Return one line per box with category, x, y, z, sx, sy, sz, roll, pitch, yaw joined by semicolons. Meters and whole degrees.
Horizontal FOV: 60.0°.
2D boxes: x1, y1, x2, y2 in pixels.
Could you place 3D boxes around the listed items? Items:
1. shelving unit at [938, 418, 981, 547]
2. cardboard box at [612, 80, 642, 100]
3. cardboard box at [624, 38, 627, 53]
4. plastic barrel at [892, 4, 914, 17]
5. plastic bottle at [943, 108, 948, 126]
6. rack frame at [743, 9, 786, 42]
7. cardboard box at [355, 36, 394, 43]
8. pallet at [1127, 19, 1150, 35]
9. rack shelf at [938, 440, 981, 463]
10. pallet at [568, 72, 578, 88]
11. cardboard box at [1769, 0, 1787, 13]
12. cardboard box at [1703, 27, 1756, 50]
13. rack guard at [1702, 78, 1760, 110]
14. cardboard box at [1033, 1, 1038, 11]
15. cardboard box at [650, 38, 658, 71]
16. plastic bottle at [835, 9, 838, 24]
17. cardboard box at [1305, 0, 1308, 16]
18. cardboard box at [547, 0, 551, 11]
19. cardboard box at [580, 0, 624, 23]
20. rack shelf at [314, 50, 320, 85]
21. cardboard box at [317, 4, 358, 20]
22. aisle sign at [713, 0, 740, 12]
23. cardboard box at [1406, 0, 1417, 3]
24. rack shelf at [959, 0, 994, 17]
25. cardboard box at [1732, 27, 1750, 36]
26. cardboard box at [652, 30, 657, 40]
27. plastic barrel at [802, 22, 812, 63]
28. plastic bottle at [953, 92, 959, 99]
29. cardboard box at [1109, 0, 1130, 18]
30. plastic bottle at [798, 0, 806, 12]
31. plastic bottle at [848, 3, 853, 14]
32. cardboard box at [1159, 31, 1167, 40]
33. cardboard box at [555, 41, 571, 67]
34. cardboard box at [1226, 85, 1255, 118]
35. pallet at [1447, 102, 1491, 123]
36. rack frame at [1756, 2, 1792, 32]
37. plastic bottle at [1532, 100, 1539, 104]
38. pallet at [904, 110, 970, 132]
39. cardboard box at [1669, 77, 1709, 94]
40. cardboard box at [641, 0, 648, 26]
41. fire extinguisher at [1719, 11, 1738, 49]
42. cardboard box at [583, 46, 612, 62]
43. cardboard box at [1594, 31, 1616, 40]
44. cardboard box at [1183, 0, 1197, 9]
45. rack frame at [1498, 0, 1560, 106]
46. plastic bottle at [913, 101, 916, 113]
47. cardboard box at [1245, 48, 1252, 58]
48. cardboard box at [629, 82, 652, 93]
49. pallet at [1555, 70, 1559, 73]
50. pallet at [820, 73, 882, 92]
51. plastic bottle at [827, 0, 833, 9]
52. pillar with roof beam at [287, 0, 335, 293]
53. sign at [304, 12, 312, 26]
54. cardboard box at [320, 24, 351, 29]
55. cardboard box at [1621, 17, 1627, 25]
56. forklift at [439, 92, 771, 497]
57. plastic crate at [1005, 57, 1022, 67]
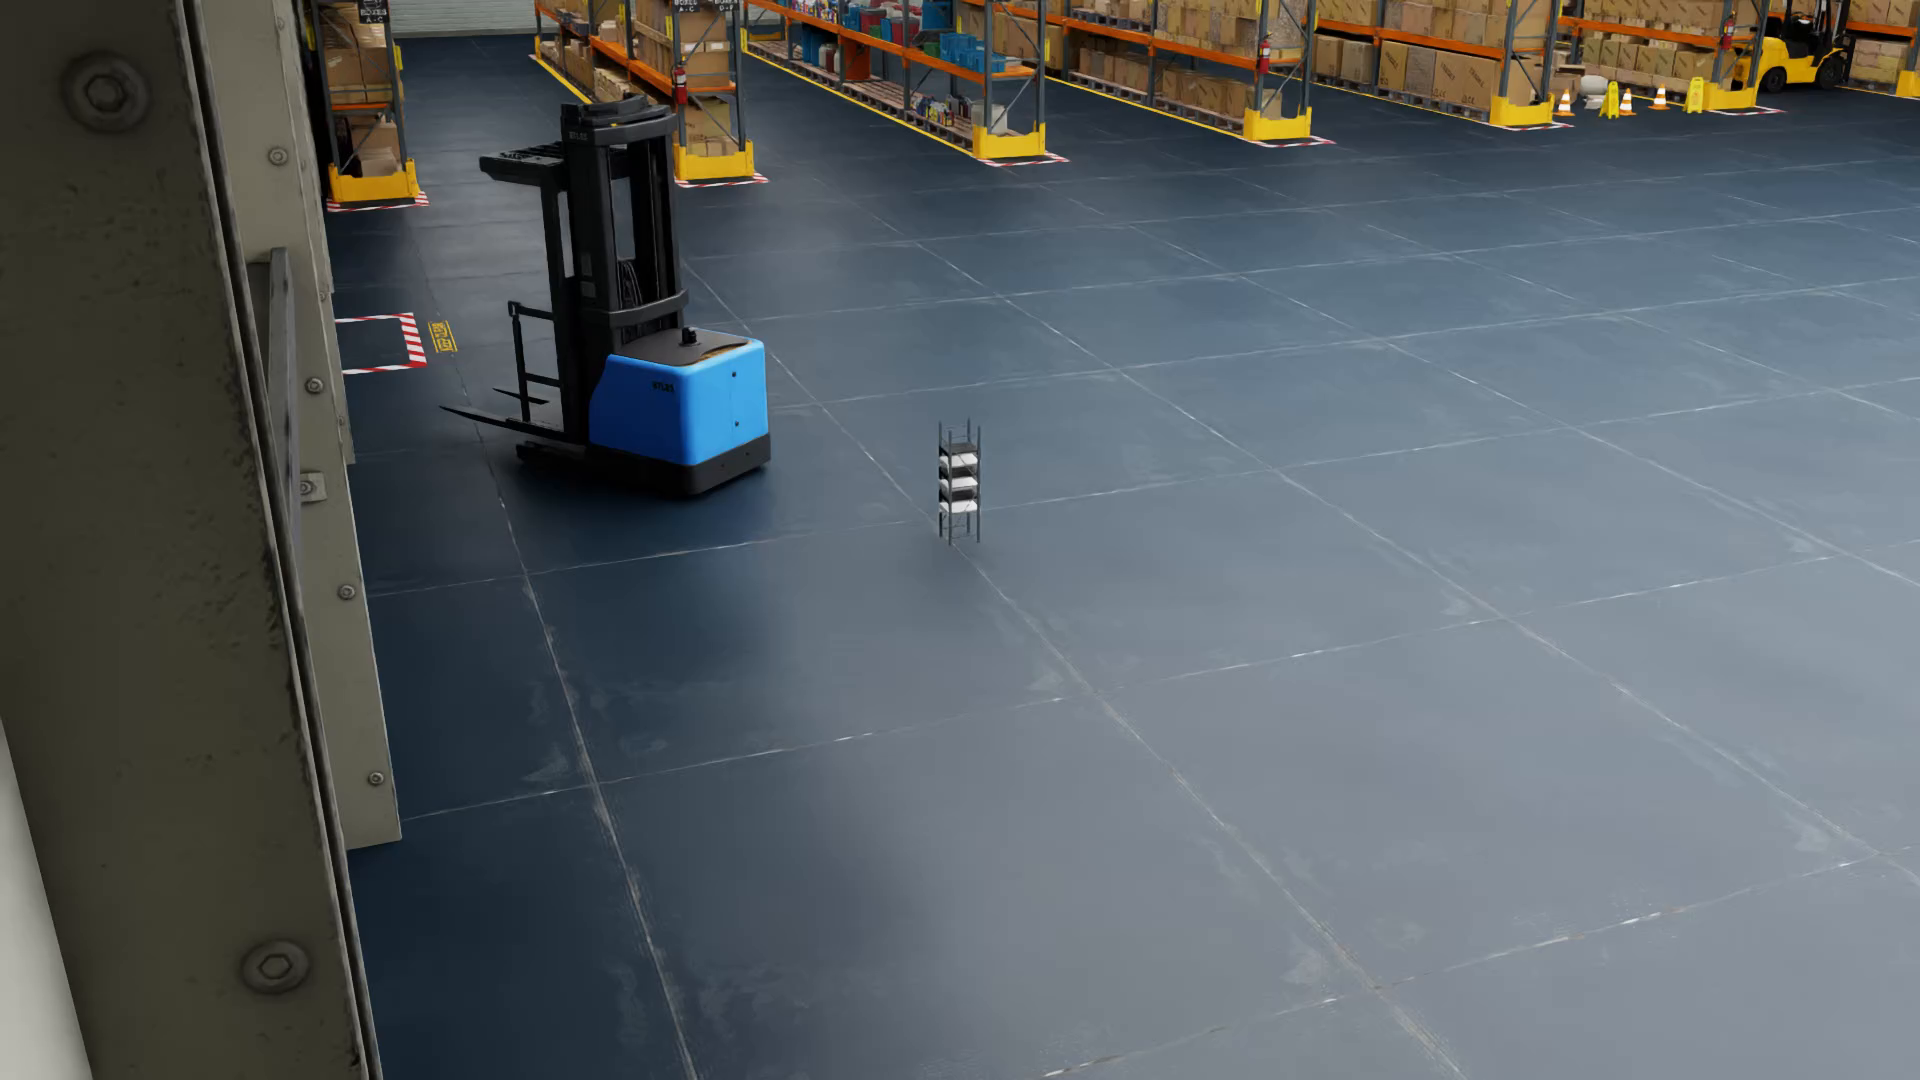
shelving unit;-0.003;-0.418;12.082;0.258;0.900;0.210;-8;24;-19
cardboard box;-5.951;-8.088;29.855;0.500;0.311;0.500;-8;24;-19
cardboard box;-5.659;-8.658;29.102;0.396;0.266;0.258;-9;24;-20
plastic barrel;-1.086;-9.968;31.863;0.433;0.535;0.433;0;23;0
plastic bottle;-0.245;-7.249;28.517;0.061;0.283;0.133;-8;24;-18
rack frame;-4.780;-13.464;40.332;1.000;3.000;0.127;-8;24;-19
cardboard box;-8.625;-7.161;24.580;0.500;0.500;0.500;-9;25;-21
pallet;3.959;-9.993;32.343;1.003;0.211;1.213;-8;24;-19
rack shelf;-0.003;-0.636;11.990;0.258;0.077;0.200;-8;24;-19
pallet;-7.680;-9.757;35.128;1.003;0.211;1.213;-8;24;-19
cardboard box;17.919;-11.674;35.958;0.500;0.500;0.500;-9;24;-20
cardboard box;17.544;-11.396;37.942;0.875;0.625;0.625;-9;24;-20
rack guard;14.750;-8.565;31.928;1.175;0.500;0.348;-8;24;-19
cardboard box;1.916;-11.798;36.252;0.500;0.500;0.500;-9;25;-21
cardboard box;-4.648;-7.938;27.092;0.700;0.500;0.500;-8;24;-18
plastic bottle;-2.496;-10.592;33.668;0.061;0.283;0.133;-8;24;-19
cardboard box;7.622;-11.359;35.209;0.500;0.500;0.500;-8;24;-19
cardboard box;-8.786;-11.898;36.489;0.500;0.500;0.500;-8;24;-18
cardboard box;-6.917;-10.332;32.232;0.700;0.500;0.500;-18;29;-36
rack shelf;-10.516;-8.140;28.626;1.077;0.370;4.000;-8;24;-19
cardboard box;-11.047;-9.277;29.704;0.700;0.500;0.500;-11;25;-25
aisle sign;-3.453;-8.188;24.468;0.394;0.787;0.004;-8;24;-19
cardboard box;9.170;-10.671;32.123;0.875;0.550;0.550;-8;24;-19
rack shelf;0.560;-13.085;40.360;1.077;0.370;4.000;-8;24;-19
cardboard box;14.851;-9.726;31.787;0.380;0.149;0.250;-8;24;-19
cardboard box;-4.712;-8.084;26.604;0.380;0.149;0.250;-9;24;-19
plastic barrel;-3.191;-11.037;36.736;0.600;0.901;0.708;-8;24;-19
plastic bottle;-0.044;-7.891;29.955;0.144;0.351;0.185;-9;24;-20
cardboard box;3.394;-10.642;32.963;0.797;0.503;0.637;-6;24;-14
plastic bottle;-3.431;-11.600;36.070;0.152;0.276;0.135;-8;24;-19
plastic bottle;-2.294;-11.205;35.134;0.152;0.276;0.135;-8;24;-19
cardboard box;3.963;-9.456;31.146;0.380;0.149;0.250;-8;24;-19
cardboard box;-8.469;-10.551;36.074;0.500;0.500;0.500;-8;24;-19
cardboard box;5.058;-7.813;29.603;0.500;0.500;0.500;-2;23;-5
pallet;9.826;-7.969;30.884;1.003;0.211;1.213;-8;24;-19
rack frame;18.006;-11.825;36.445;1.000;3.000;0.127;-8;24;-19
plastic bottle;11.275;-8.542;32.437;0.133;0.061;0.283;-18;29;-37
pallet;-0.343;-7.569;29.936;1.003;0.211;1.213;-8;24;-19
cardboard box;14.231;-8.882;32.460;0.500;0.250;0.500;-8;24;-19
cardboard box;-4.834;-8.726;27.291;0.700;0.500;0.500;-8;24;-19
fire extinguisher;14.386;-9.549;31.144;0.296;0.674;0.183;-8;24;-19
cardboard box;-7.163;-9.603;32.858;0.500;0.250;0.500;-7;24;-17
cardboard box;13.308;-10.409;34.283;0.380;0.149;0.250;-8;24;-18
cardboard box;4.368;-9.866;29.996;0.500;0.500;0.500;-8;24;-19
rack frame;10.182;-8.974;29.679;1.000;3.000;0.127;-8;24;-19
plastic bottle;-0.802;-7.804;29.941;0.097;0.201;0.097;0;23;0
cardboard box;5.124;-8.380;28.594;0.380;0.149;0.250;-8;24;-19
cardboard box;-5.305;-7.486;28.183;0.500;0.500;0.500;-8;24;-19
pallet;13.087;-10.141;36.038;1.003;0.211;1.213;-8;24;-19
pallet;-2.271;-9.553;34.643;1.003;0.211;1.213;-8;24;-19
plastic bottle;-2.806;-11.612;36.001;0.144;0.351;0.185;-8;24;-19
pillar with roof beam;-3.306;-7.602;18.700;9.100;9.000;0.400;-8;24;-19
sign;-10.327;-8.201;26.354;0.100;0.325;0.005;-8;24;-19
cardboard box;-9.838;-7.831;26.169;0.500;0.500;0.500;-9;24;-20
cardboard box;13.613;-10.505;33.634;0.380;0.149;0.250;-8;24;-19
forklift;-3.067;-2.105;13.470;3.031;2.935;1.130;14;27;30
plastic crate;0.857;-7.898;27.467;0.298;0.136;0.250;-8;24;-19
